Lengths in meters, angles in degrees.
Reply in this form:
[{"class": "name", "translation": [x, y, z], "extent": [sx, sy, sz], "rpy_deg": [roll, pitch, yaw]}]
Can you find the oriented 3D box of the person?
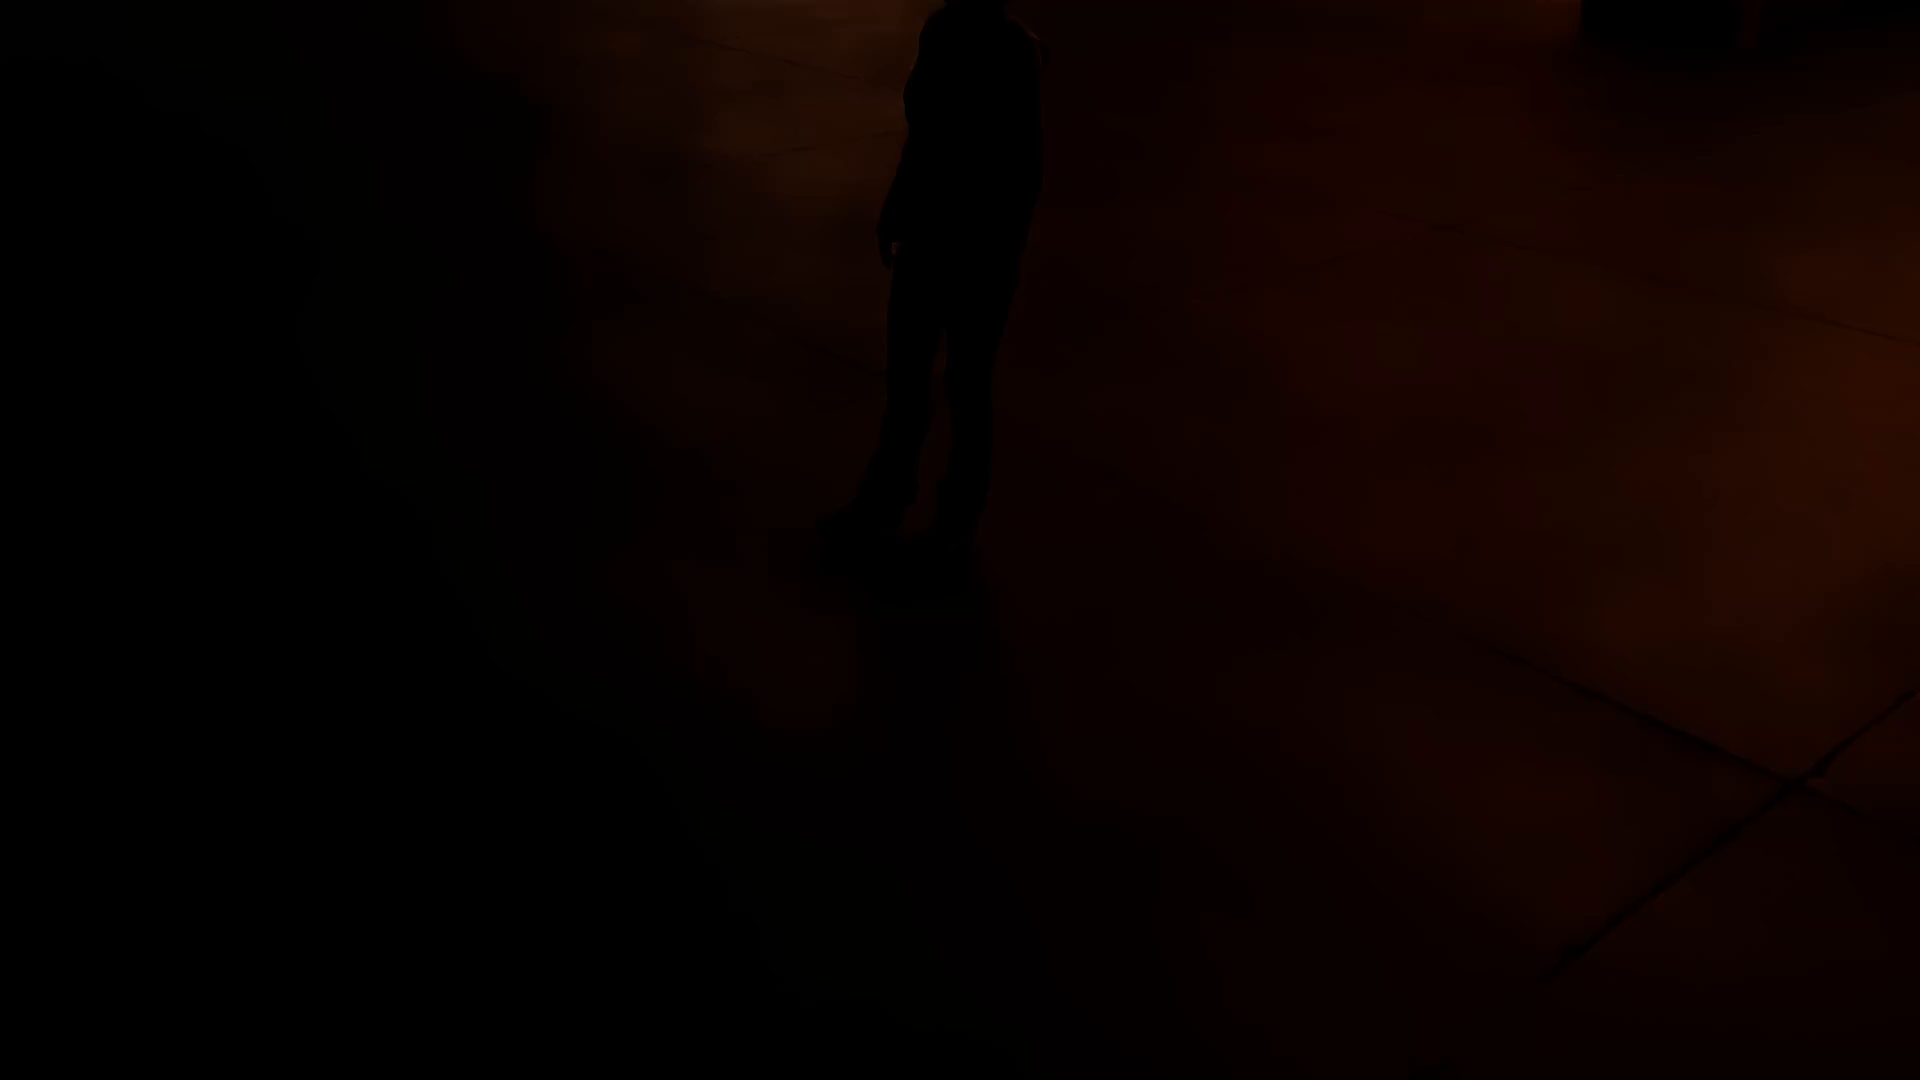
[{"class": "person", "translation": [-0.066, -0.705, 4.110], "extent": [0.474, 1.597, 0.521], "rpy_deg": [-20, 33, -35]}]
